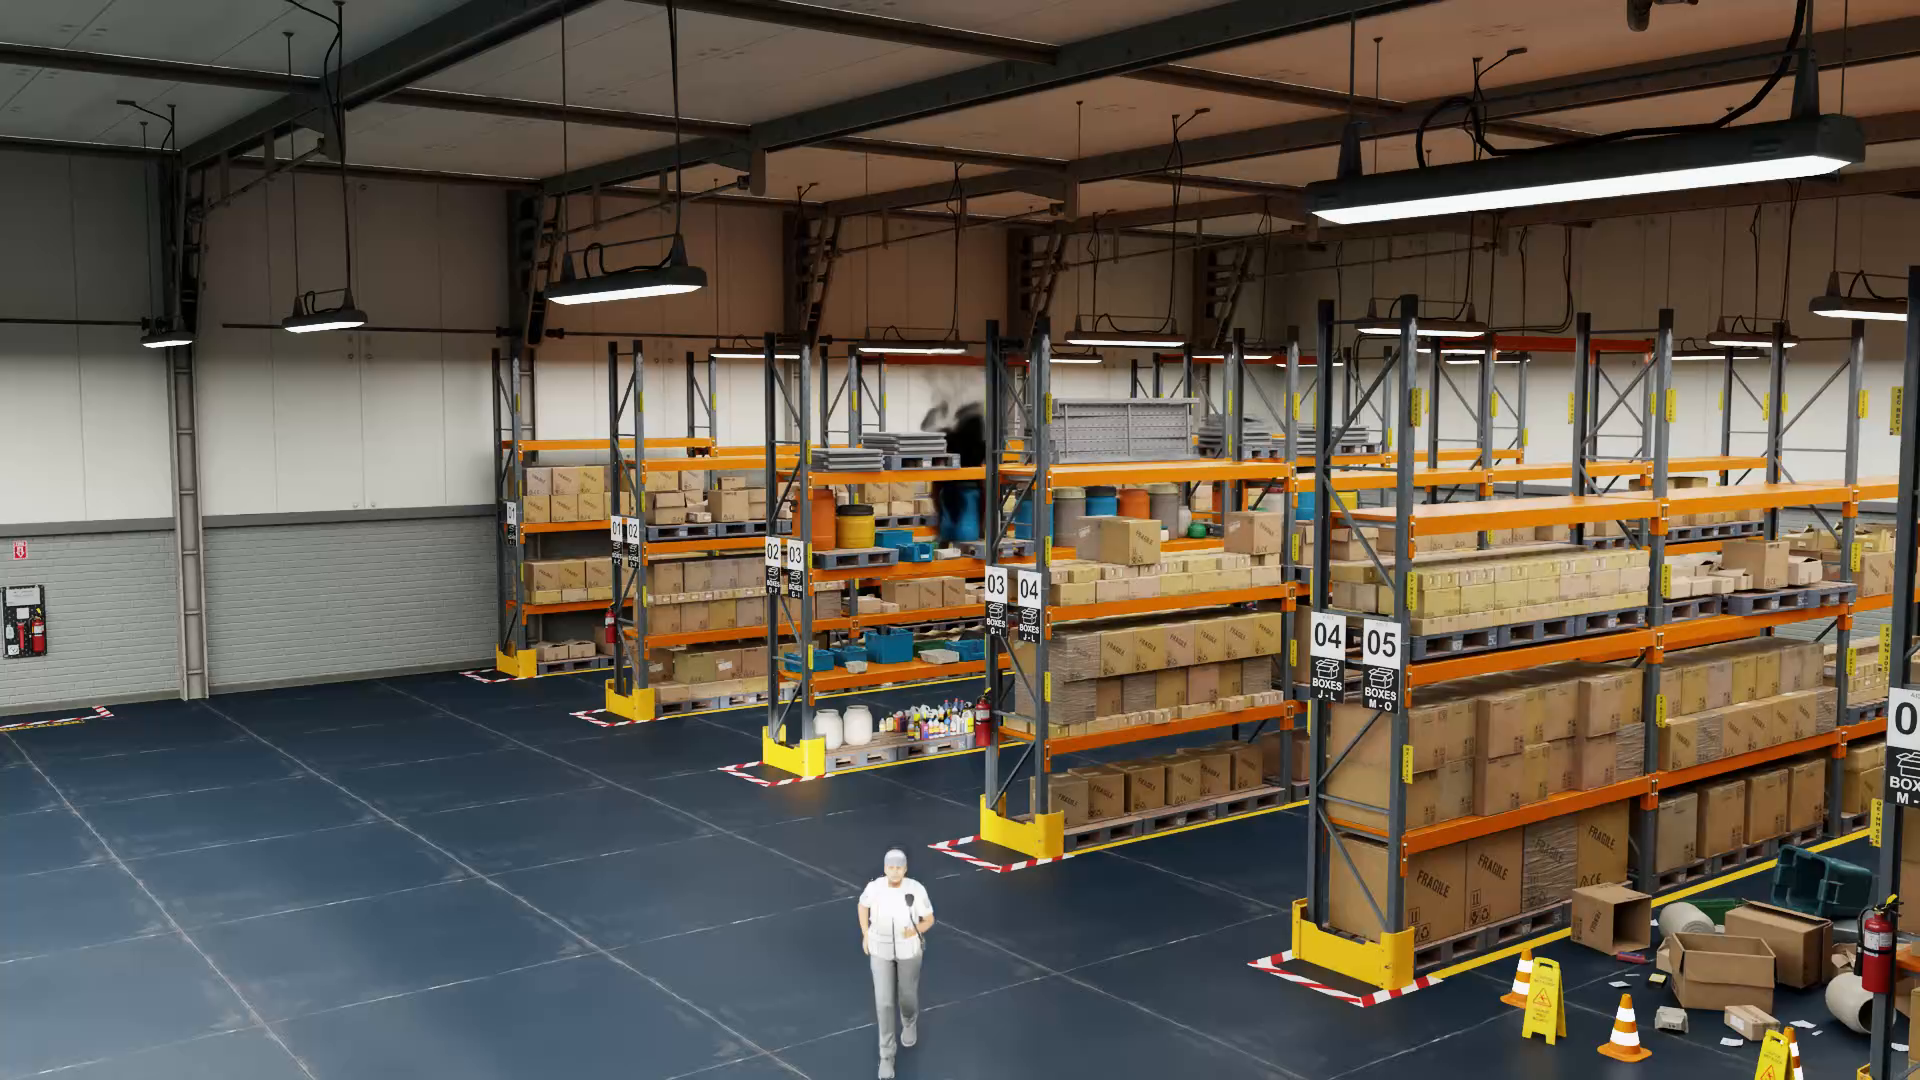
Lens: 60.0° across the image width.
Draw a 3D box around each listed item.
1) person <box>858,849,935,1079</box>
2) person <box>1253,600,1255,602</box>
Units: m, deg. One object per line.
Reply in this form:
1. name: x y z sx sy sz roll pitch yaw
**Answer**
1. person: -0.496 3.215 12.843 0.602 1.680 0.793 0 5 0
2. person: 5.911 1.465 32.570 0.601 1.656 0.562 5 7 44
